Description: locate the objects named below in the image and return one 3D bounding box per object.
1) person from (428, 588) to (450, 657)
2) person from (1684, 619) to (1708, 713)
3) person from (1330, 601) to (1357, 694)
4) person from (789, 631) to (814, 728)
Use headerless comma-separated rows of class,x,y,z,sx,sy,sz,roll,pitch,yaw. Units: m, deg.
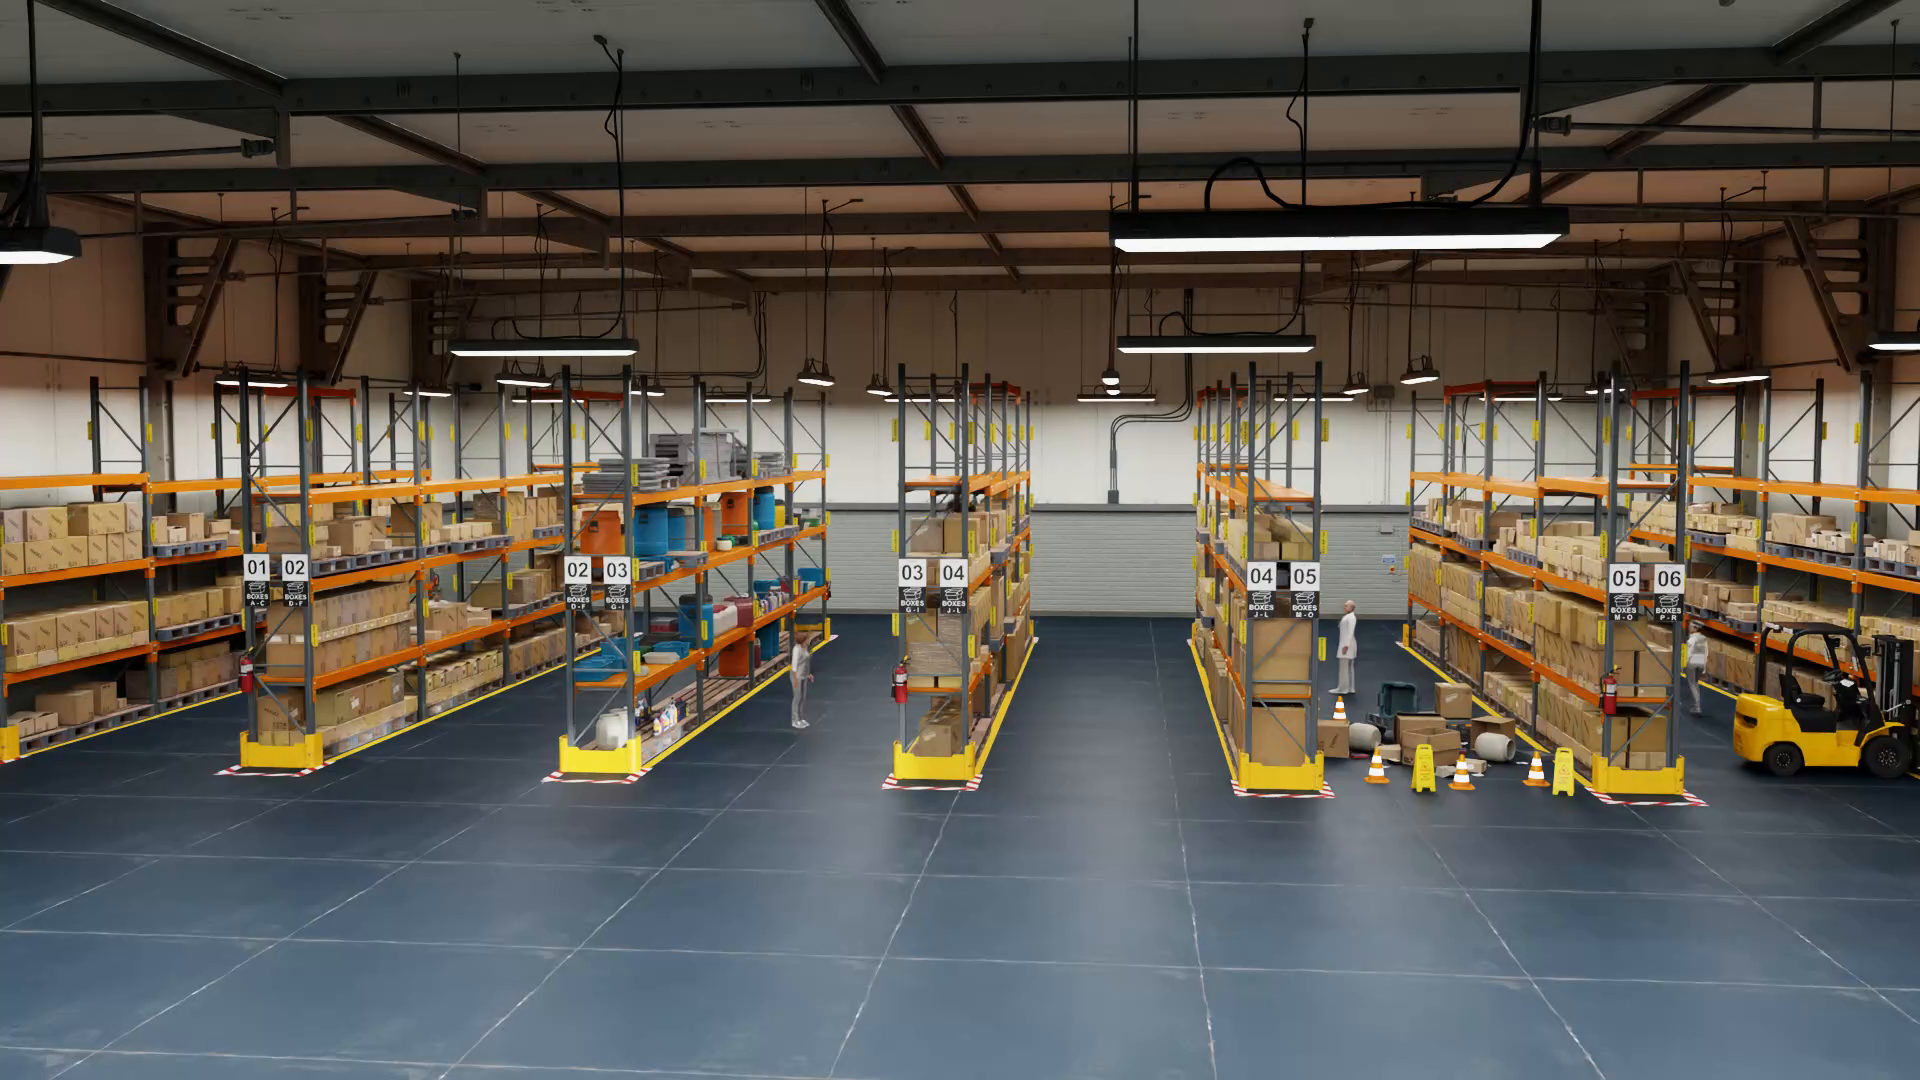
person,-11.228,1.881,35.646,0.643,1.732,0.773,1,4,11
person,13.075,2.256,29.658,0.564,1.711,0.641,0,4,-4
person,7.452,2.060,32.123,0.474,1.781,0.633,2,4,29
person,-2.646,2.305,27.570,0.355,1.611,0.443,1,4,19
